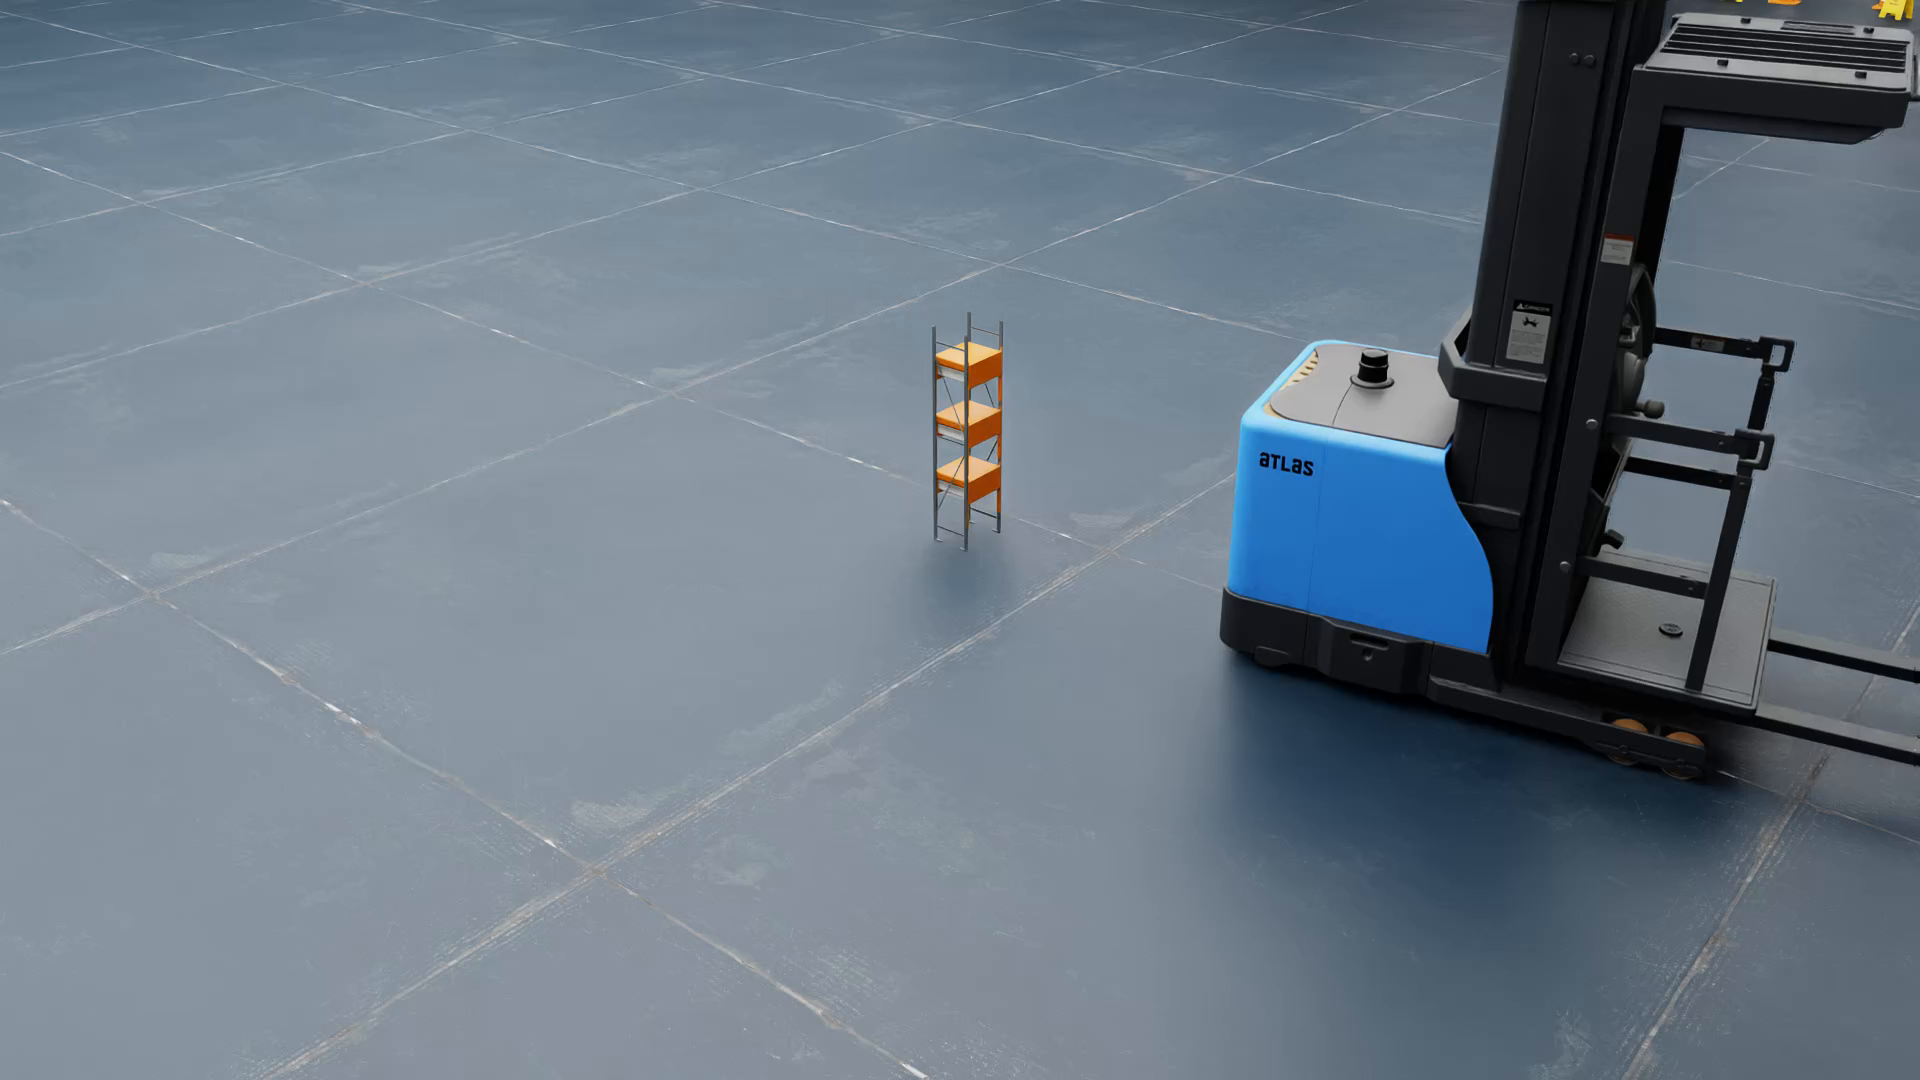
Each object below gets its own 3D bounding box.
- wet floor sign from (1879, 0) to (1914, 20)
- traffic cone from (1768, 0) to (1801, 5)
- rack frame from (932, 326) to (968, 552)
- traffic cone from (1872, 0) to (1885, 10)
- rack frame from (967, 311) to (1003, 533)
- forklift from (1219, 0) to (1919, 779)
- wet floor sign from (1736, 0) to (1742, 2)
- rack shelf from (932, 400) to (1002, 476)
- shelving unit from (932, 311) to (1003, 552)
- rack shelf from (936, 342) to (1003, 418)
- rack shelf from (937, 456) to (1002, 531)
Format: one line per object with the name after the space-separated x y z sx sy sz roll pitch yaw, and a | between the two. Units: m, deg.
11.094 -6.481 19.575 0.232 0.644 0.267 -15 31 -27 | wet floor sign
10.246 -6.887 20.560 0.336 0.463 0.334 21 34 34 | traffic cone
-0.044 -0.442 7.462 0.200 1.050 0.008 21 34 34 | rack frame
11.318 -6.684 20.166 0.336 0.463 0.334 21 34 34 | traffic cone
0.112 -0.529 7.629 0.200 1.050 0.008 21 34 34 | rack frame
2.613 -0.710 5.932 3.031 2.935 1.130 13 30 24 | forklift
9.666 -7.057 20.689 0.267 0.644 0.232 15 31 26 | wet floor sign
0.034 -0.476 7.550 0.215 0.259 0.240 21 34 34 | rack shelf
0.034 -0.485 7.545 0.215 1.050 0.252 21 34 34 | shelving unit
0.034 -0.728 7.420 0.215 0.259 0.240 21 34 34 | rack shelf
0.034 -0.229 7.678 0.215 0.259 0.240 21 34 34 | rack shelf
